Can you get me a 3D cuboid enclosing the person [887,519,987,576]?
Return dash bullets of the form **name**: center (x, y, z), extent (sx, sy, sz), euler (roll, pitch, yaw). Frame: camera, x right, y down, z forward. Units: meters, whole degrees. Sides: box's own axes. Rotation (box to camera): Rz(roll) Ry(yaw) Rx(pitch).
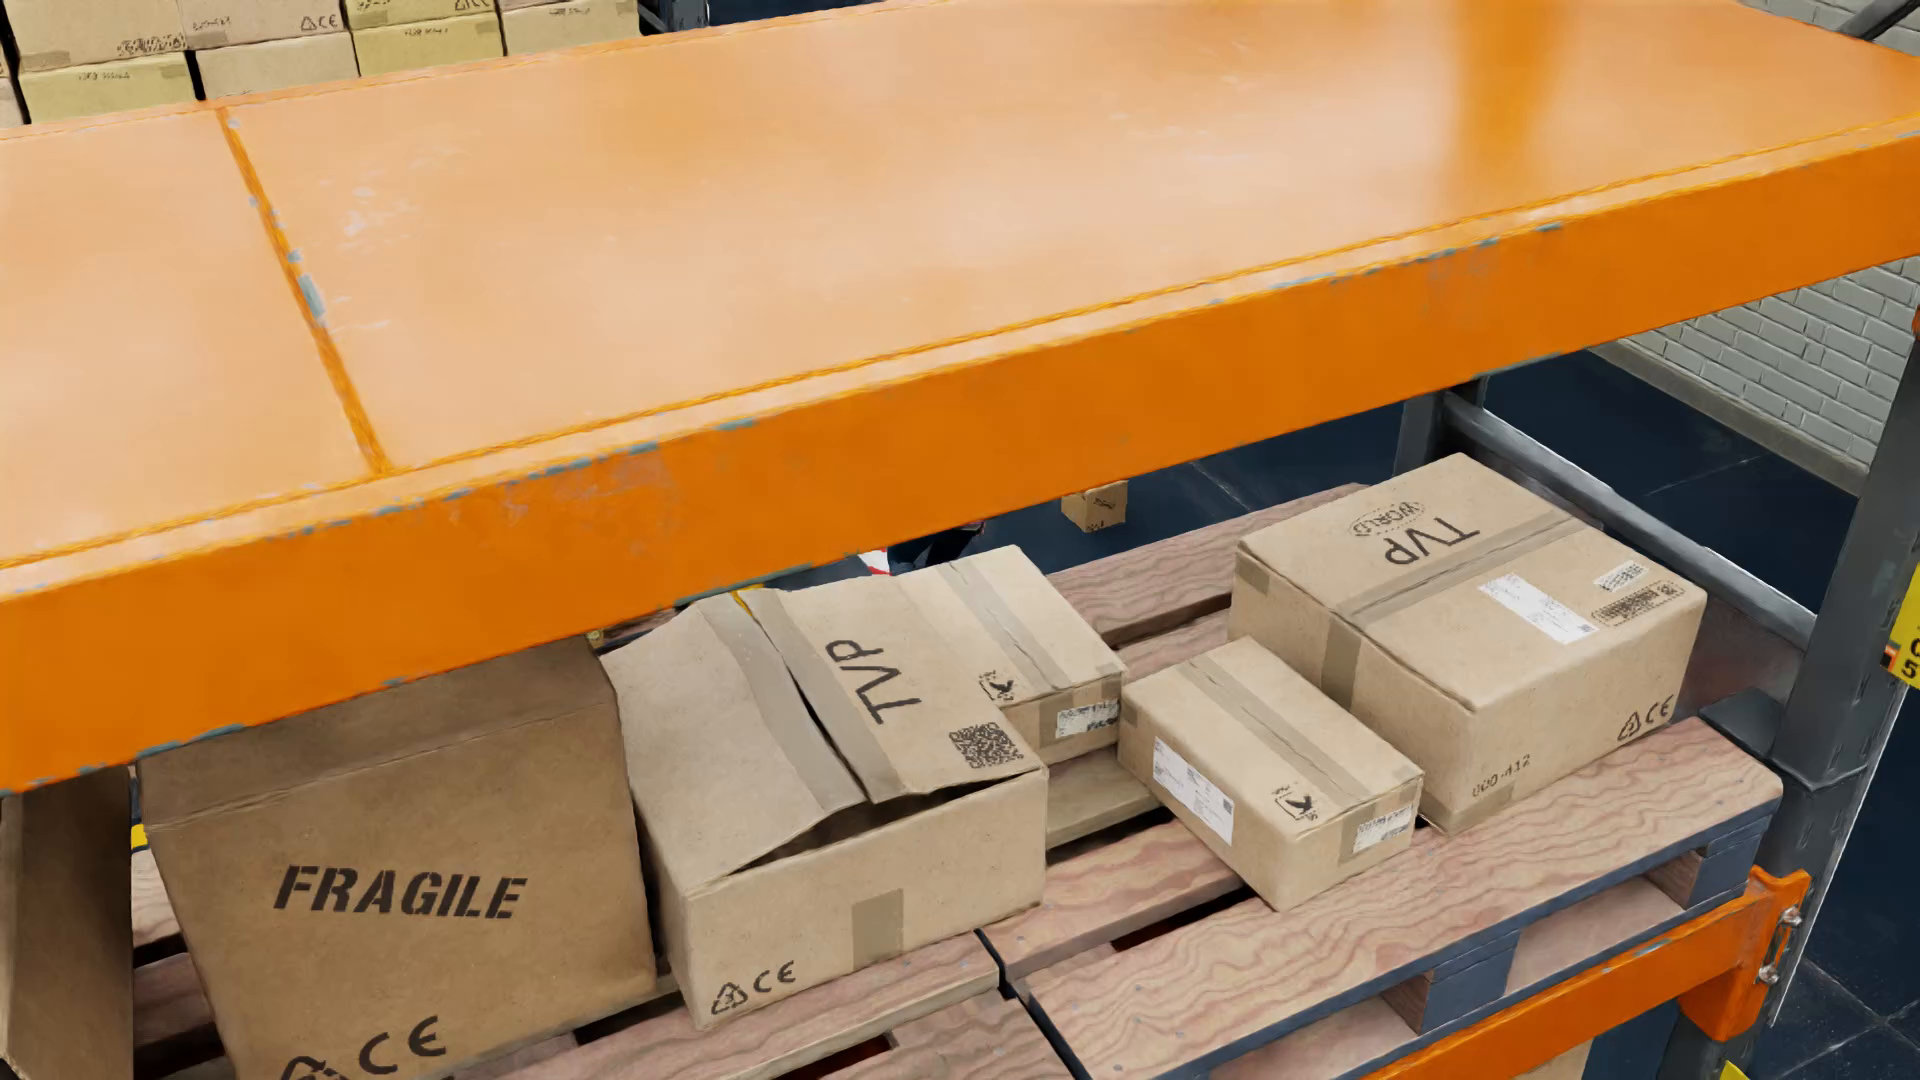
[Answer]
- **person**: center (-0.092, -0.105, 7.324), extent (0.547, 1.578, 0.415), euler (-16, 37, -23)
